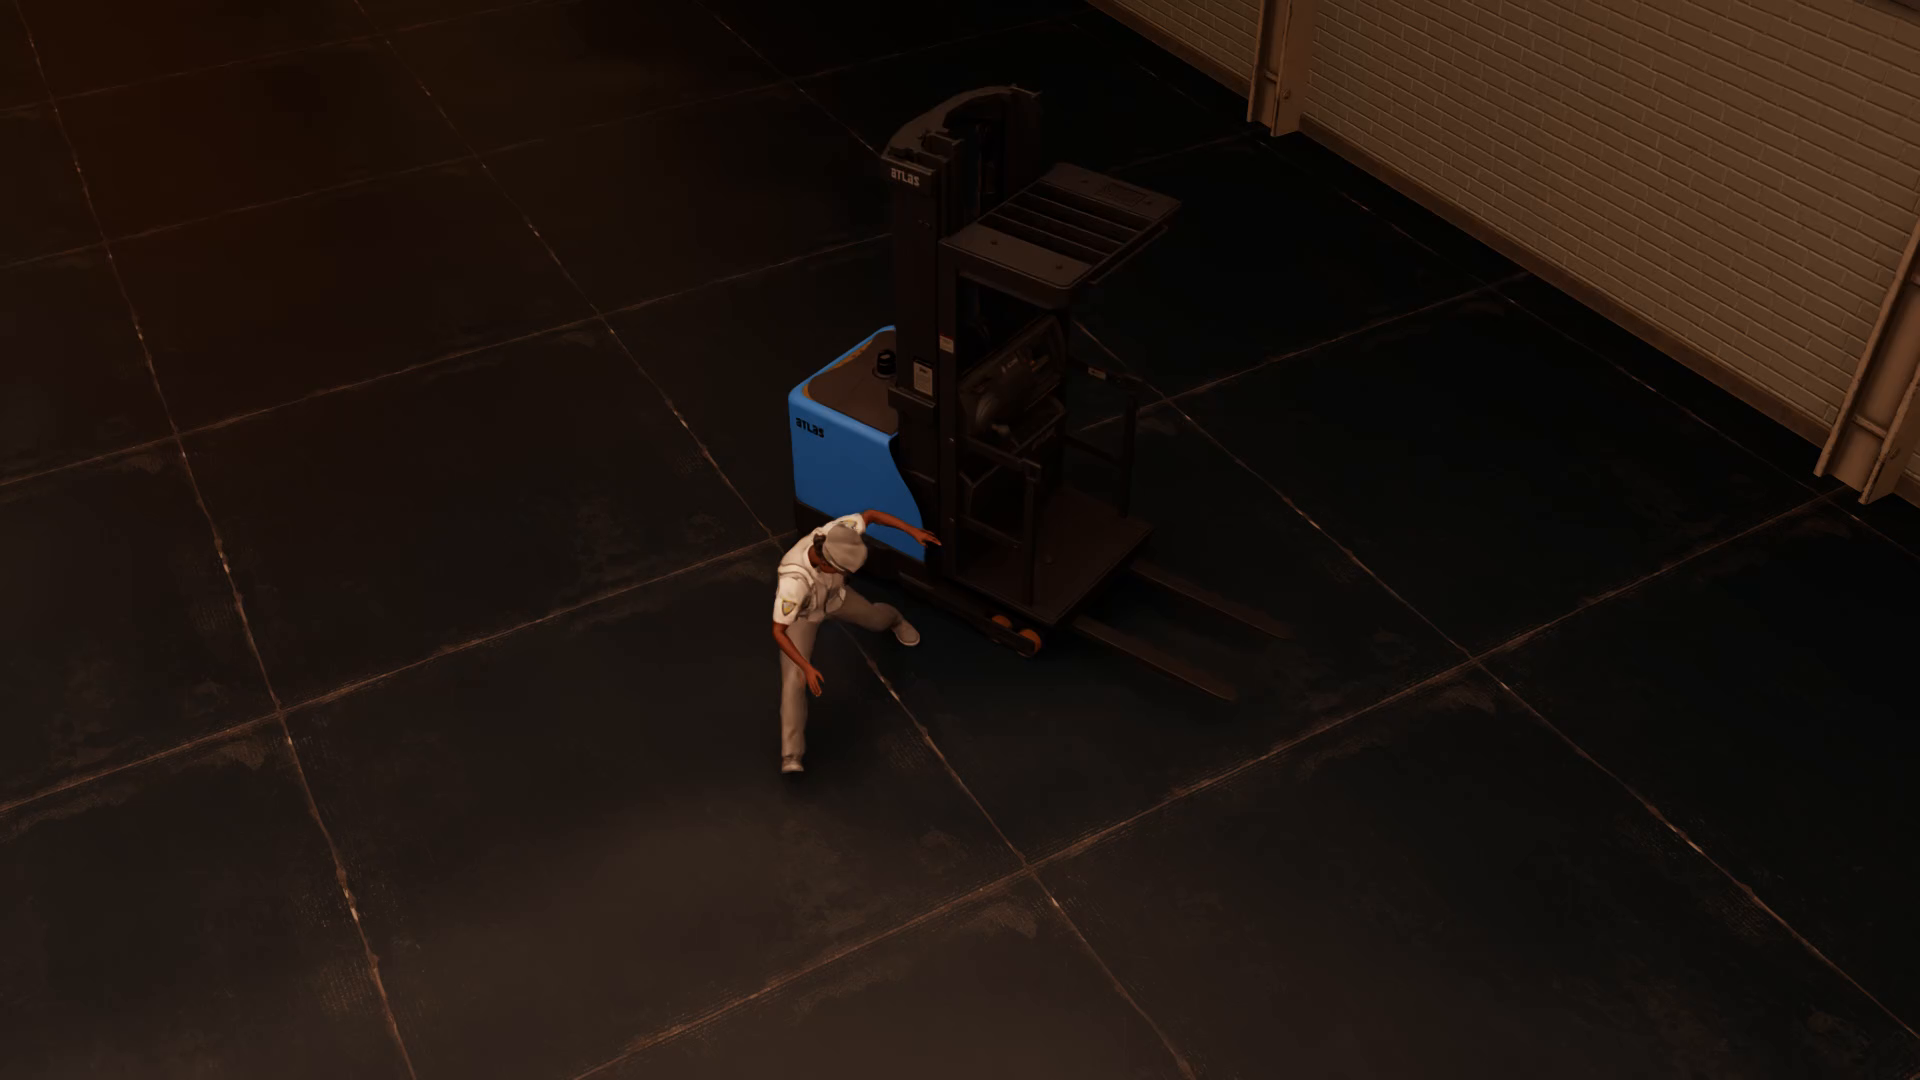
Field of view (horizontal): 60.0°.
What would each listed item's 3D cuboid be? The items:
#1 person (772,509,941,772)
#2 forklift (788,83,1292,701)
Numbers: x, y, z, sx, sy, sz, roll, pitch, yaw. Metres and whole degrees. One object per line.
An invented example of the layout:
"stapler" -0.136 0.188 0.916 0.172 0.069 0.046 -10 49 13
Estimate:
"person" -0.627 0.396 8.813 1.287 1.339 0.785 -27 47 -29
"forklift" 0.461 -0.843 9.052 3.031 2.935 1.130 26 46 28
